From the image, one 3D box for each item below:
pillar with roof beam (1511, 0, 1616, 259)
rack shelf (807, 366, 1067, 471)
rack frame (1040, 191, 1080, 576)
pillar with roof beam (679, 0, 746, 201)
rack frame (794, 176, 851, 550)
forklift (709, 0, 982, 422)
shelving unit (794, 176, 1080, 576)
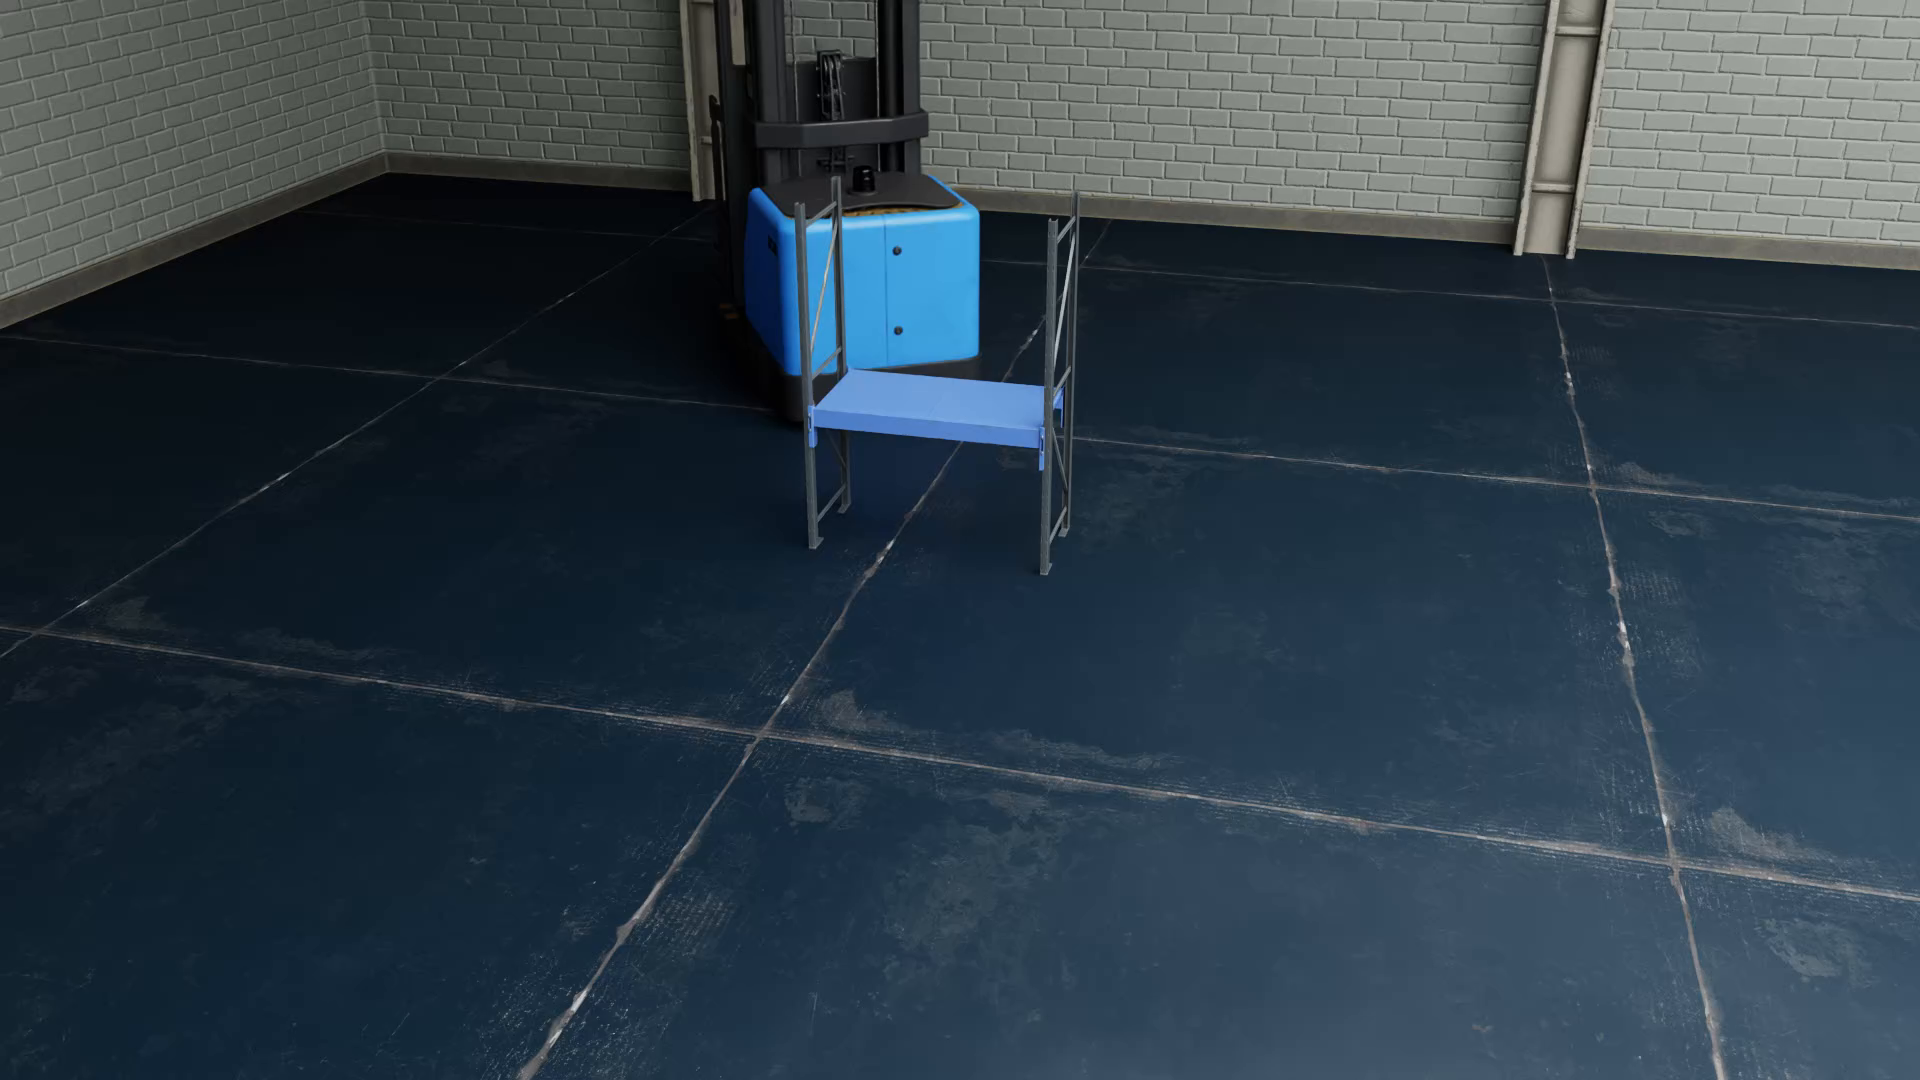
[{"bbox_3d":[2.927,-4.257,5.723,0.400,9.000,9.100,6,26,13],"label":"pillar with roof beam"},{"bbox_3d":[-0.083,-0.524,7.024,1.000,0.185,0.538,6,26,13],"label":"rack shelf"},{"bbox_3d":[0.410,-0.632,6.832,0.032,1.500,0.500,6,26,13],"label":"rack frame"},{"bbox_3d":[-2.884,-4.899,7.072,0.400,9.000,9.100,6,26,13],"label":"pillar with roof beam"},{"bbox_3d":[-0.575,-0.741,7.061,0.032,1.500,0.500,6,26,13],"label":"rack frame"},{"bbox_3d":[-0.825,-2.525,9.143,1.130,2.935,3.031,-8,27,-16],"label":"forklift"},{"bbox_3d":[-0.083,-0.686,6.947,1.048,1.500,0.538,6,26,13],"label":"shelving unit"}]
